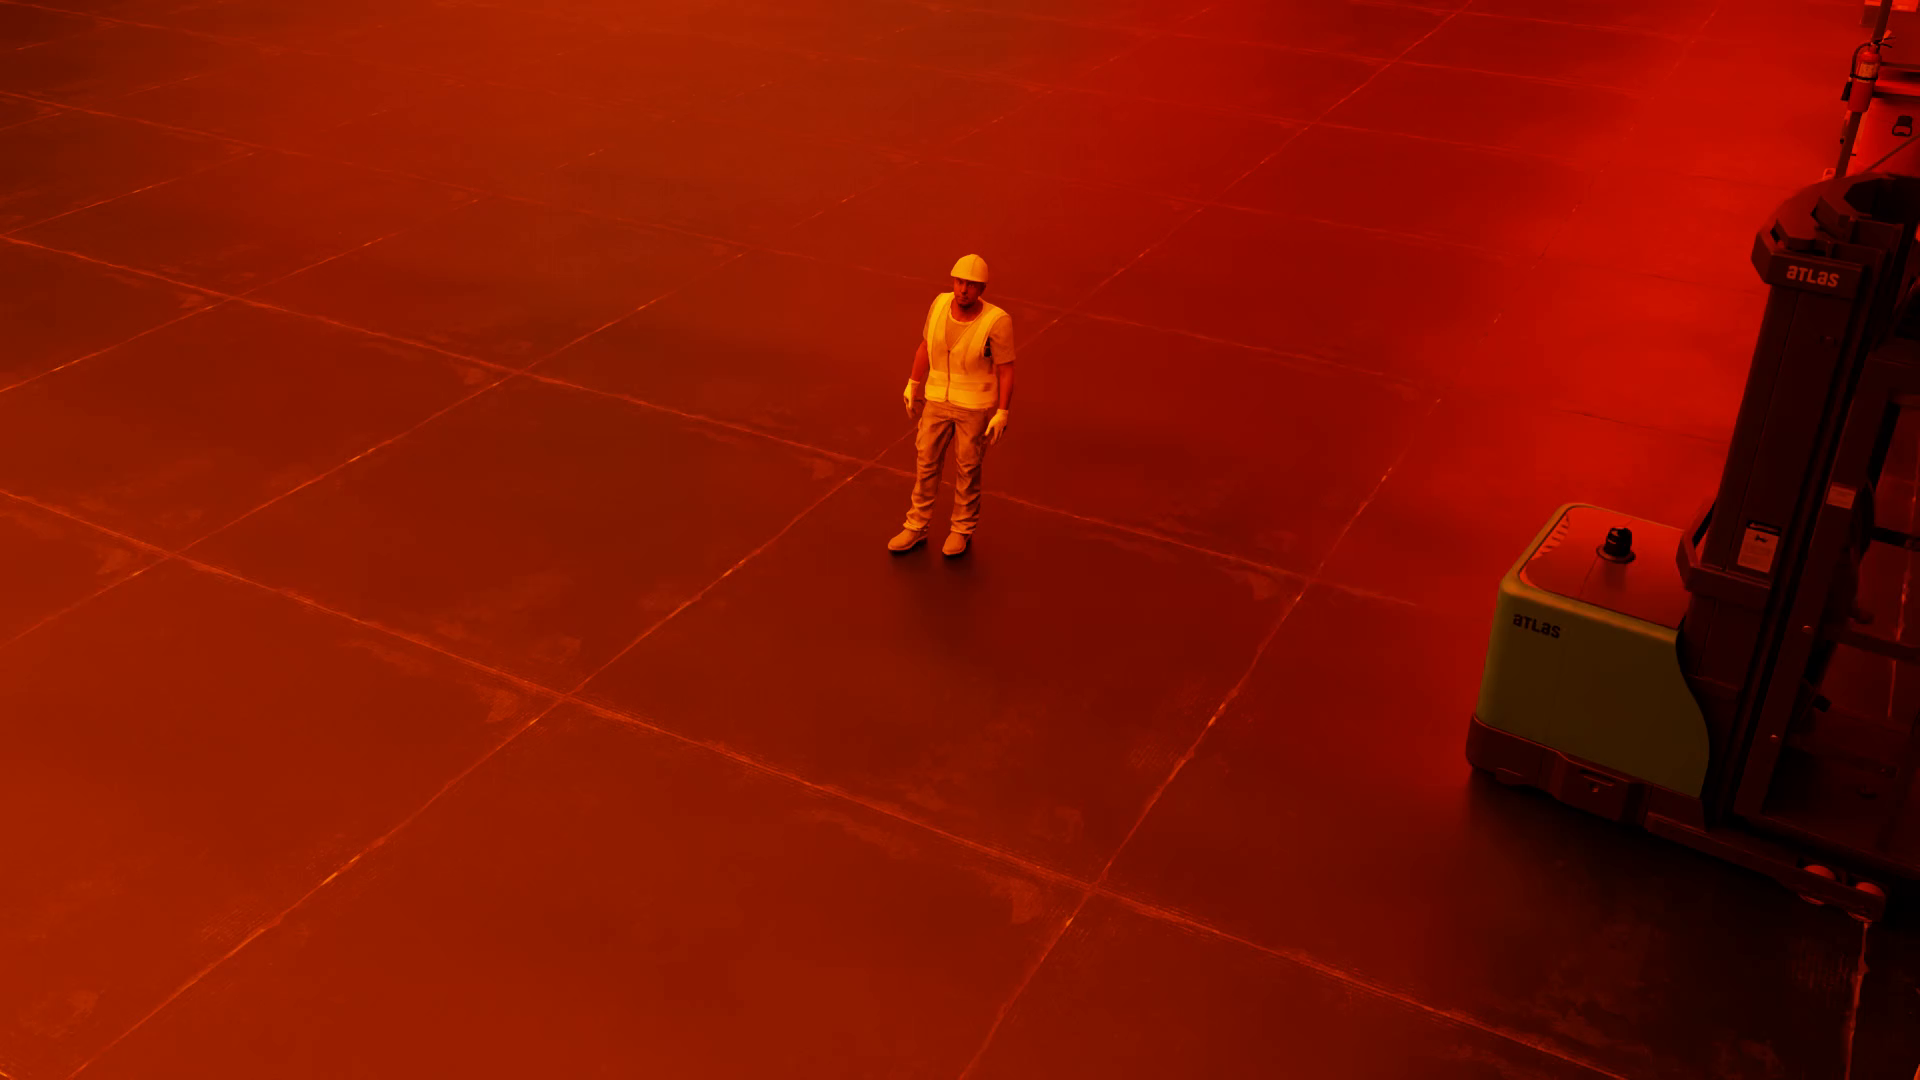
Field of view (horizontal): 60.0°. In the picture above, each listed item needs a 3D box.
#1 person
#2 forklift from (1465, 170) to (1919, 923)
[{"bbox_3d":[-0.043,-0.749,9.502,0.657,1.785,0.575,15,33,25],"label":"person"},{"bbox_3d":[3.946,0.070,6.949,3.031,2.935,1.130,19,35,30],"label":"forklift"}]
